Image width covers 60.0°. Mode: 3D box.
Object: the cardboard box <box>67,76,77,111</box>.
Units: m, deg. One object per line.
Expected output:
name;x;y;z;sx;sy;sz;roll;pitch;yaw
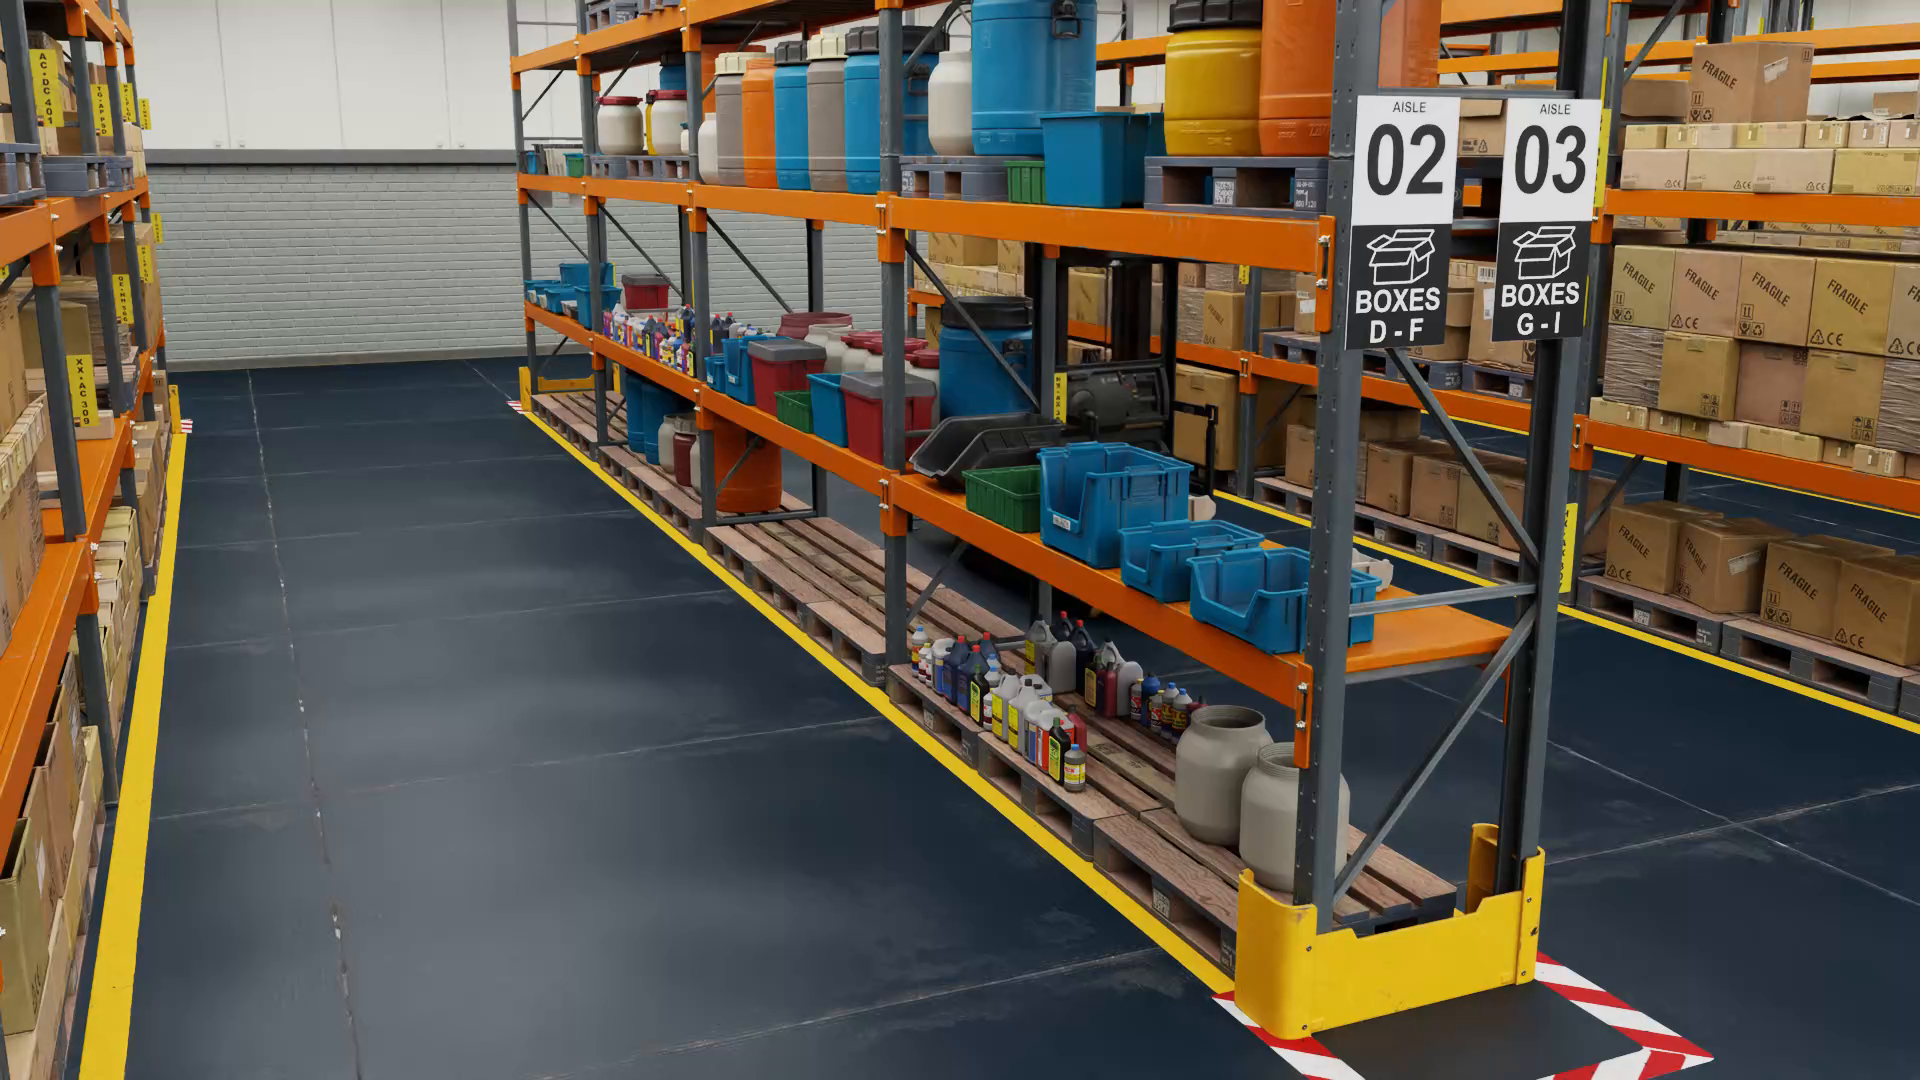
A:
cardboard box;-7.267;-3.334;13.096;0.600;0.600;0.600;-6;14;-24

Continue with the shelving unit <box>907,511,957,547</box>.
shelving unit;11.232;-2.523;10.967;19.663;6.000;13.307;-6;14;-23

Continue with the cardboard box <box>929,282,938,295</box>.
cardboard box;-0.167;-3.207;21.129;0.380;0.149;0.250;-6;14;-24

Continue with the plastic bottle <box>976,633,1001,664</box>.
plastic bottle;0.130;0.656;8.781;0.144;0.351;0.185;-6;14;-23

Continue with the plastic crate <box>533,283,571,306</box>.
plastic crate;-4.691;-2.821;19.146;0.416;0.233;0.300;-6;14;-23

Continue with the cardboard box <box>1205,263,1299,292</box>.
cardboard box;2.713;-2.575;15.397;0.797;0.503;0.637;-5;14;-21

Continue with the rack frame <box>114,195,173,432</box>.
rack frame;-9.292;-2.644;18.141;1.000;3.000;0.127;-6;14;-23

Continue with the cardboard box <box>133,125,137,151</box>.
cardboard box;-8.249;-3.883;16.066;0.500;0.250;0.500;-6;14;-23

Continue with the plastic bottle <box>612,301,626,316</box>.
plastic bottle;-3.289;-2.130;16.029;0.144;0.351;0.185;-6;14;-23

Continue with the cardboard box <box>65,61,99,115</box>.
cardboard box;-7.919;-3.912;14.527;0.700;0.500;0.500;-6;14;-23

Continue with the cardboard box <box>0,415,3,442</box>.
cardboard box;-3.898;-0.546;5.980;0.700;0.500;0.500;-6;14;-23

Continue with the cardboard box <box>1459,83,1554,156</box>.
cardboard box;4.117;-3.076;12.193;0.797;0.503;0.637;-5;14;-21

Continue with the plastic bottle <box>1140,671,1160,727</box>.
plastic bottle;0.958;0.794;8.362;0.097;0.271;0.097;0;13;0

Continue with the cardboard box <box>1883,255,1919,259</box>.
cardboard box;5.624;-1.361;9.500;0.500;0.500;0.500;-6;14;-23

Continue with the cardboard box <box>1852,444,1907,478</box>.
cardboard box;5.195;-0.451;9.221;0.380;0.149;0.250;-6;14;-23

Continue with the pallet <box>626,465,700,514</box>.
pallet;-2.386;-0.490;15.019;1.003;0.211;1.213;-6;14;-23

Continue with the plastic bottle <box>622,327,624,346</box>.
plastic bottle;-3.067;-1.895;15.346;0.097;0.201;0.097;0;13;0

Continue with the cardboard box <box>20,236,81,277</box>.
cardboard box;-8.129;-2.434;14.797;0.500;0.500;0.500;-6;14;-23

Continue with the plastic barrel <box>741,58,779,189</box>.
plastic barrel;-1.155;-2.784;11.141;0.600;0.830;0.708;-6;14;-23

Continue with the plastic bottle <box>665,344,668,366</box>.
plastic bottle;-2.417;-1.560;13.897;0.097;0.201;0.097;0;13;0

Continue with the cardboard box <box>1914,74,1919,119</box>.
cardboard box;5.343;-2.428;8.566;0.500;0.500;0.500;-6;14;-23

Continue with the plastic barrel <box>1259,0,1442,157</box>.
plastic barrel;1.346;-1.749;5.738;0.600;0.830;0.708;-6;14;-23

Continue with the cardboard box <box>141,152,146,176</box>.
cardboard box;-8.845;-3.950;17.464;0.500;0.250;0.500;-6;14;-23

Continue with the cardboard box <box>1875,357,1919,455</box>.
cardboard box;5.529;-0.742;9.040;0.875;0.500;0.500;-6;14;-23

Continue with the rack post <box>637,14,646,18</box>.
rack post;-2.222;-4.537;14.123;0.937;0.300;0.954;-4;14;-17

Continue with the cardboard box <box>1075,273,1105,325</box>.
cardboard box;1.546;-2.539;17.465;0.500;0.500;0.500;-6;14;-23

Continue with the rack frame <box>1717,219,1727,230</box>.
rack frame;10.469;-3.607;22.300;1.000;3.000;0.127;-6;14;-23

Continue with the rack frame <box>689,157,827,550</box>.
rack frame;-1.547;-1.438;12.929;1.000;3.000;0.127;-6;14;-23

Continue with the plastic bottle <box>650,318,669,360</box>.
plastic bottle;-2.584;-1.731;14.308;0.144;0.351;0.185;-6;14;-23

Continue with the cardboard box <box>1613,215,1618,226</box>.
cardboard box;9.425;-4.529;23.847;0.500;0.500;0.500;-6;14;-23

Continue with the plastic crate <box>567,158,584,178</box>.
plastic crate;-3.596;-3.682;16.446;0.450;0.188;0.662;-6;14;-23

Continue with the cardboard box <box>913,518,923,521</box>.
cardboard box;-0.205;-0.655;13.703;0.475;0.981;0.035;-6;14;-26

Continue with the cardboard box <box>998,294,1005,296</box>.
cardboard box;0.657;-2.782;19.294;0.380;0.149;0.250;-5;14;-22

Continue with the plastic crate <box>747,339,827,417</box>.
plastic crate;-1.180;-1.107;11.360;0.402;0.464;0.583;-6;14;-23

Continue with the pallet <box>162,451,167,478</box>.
pallet;-7.964;-0.601;15.498;1.003;0.211;1.213;-6;14;-23

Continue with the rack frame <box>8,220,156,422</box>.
rack frame;-7.690;-1.817;14.570;1.000;3.000;0.127;-6;14;-23

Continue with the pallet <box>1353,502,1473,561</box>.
pallet;3.787;-0.113;13.391;1.003;0.211;1.213;-6;14;-23

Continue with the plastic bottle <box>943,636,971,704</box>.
plastic bottle;-0.002;0.669;8.725;0.144;0.351;0.185;-5;14;-21

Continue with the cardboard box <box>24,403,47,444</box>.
cardboard box;-4.180;-0.493;7.185;0.380;0.149;0.250;-6;14;-23

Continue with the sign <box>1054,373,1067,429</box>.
sign;0.564;-0.794;9.532;0.100;0.325;0.005;-6;14;-23

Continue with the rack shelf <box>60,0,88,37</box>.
rack shelf;-5.286;-2.955;8.664;1.077;0.370;4.000;-6;14;-23

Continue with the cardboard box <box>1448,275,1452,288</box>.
cardboard box;5.827;-3.041;19.483;0.380;0.149;0.250;-5;14;-22

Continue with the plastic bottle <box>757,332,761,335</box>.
plastic bottle;-1.687;-1.610;13.960;0.097;0.271;0.097;0;13;0

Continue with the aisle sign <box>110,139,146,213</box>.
aisle sign;-9.039;-3.952;18.028;0.394;0.787;0.004;-6;14;-23

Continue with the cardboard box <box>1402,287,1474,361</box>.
cardboard box;3.814;-1.663;12.744;0.797;0.503;0.637;-4;14;-17

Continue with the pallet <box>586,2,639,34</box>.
pallet;-2.790;-4.732;15.163;1.003;0.211;1.213;-6;14;-23

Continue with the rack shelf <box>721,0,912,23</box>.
rack shelf;-0.746;-3.472;10.578;0.831;0.071;3.687;-6;14;-23

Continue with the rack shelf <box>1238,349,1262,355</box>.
rack shelf;2.190;-2.043;16.707;0.919;0.124;3.809;-6;14;-23

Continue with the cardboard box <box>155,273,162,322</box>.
cardboard box;-8.652;-2.518;17.374;0.500;0.500;0.500;-5;14;-22

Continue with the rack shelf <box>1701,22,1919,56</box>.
rack shelf;8.377;-4.276;14.372;1.077;0.370;4.000;-6;14;-23

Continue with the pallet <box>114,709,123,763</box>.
pallet;-4.816;1.045;8.386;1.003;0.211;1.213;-6;14;-23

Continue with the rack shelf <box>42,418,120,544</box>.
rack shelf;-0.070;-4.152;15.239;15.826;4.752;11.863;-6;14;-23

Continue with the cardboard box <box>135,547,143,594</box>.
cardboard box;-5.653;0.231;10.888;0.500;0.250;0.500;-5;14;-22

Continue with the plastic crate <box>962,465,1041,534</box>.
plastic crate;0.340;-0.202;8.061;0.450;0.188;0.662;-6;14;-23

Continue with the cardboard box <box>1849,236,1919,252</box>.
cardboard box;8.363;-2.439;14.815;0.700;0.500;0.500;-6;14;-24

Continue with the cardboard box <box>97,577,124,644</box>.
cardboard box;-4.826;0.379;9.005;0.500;0.311;0.500;-6;14;-25
